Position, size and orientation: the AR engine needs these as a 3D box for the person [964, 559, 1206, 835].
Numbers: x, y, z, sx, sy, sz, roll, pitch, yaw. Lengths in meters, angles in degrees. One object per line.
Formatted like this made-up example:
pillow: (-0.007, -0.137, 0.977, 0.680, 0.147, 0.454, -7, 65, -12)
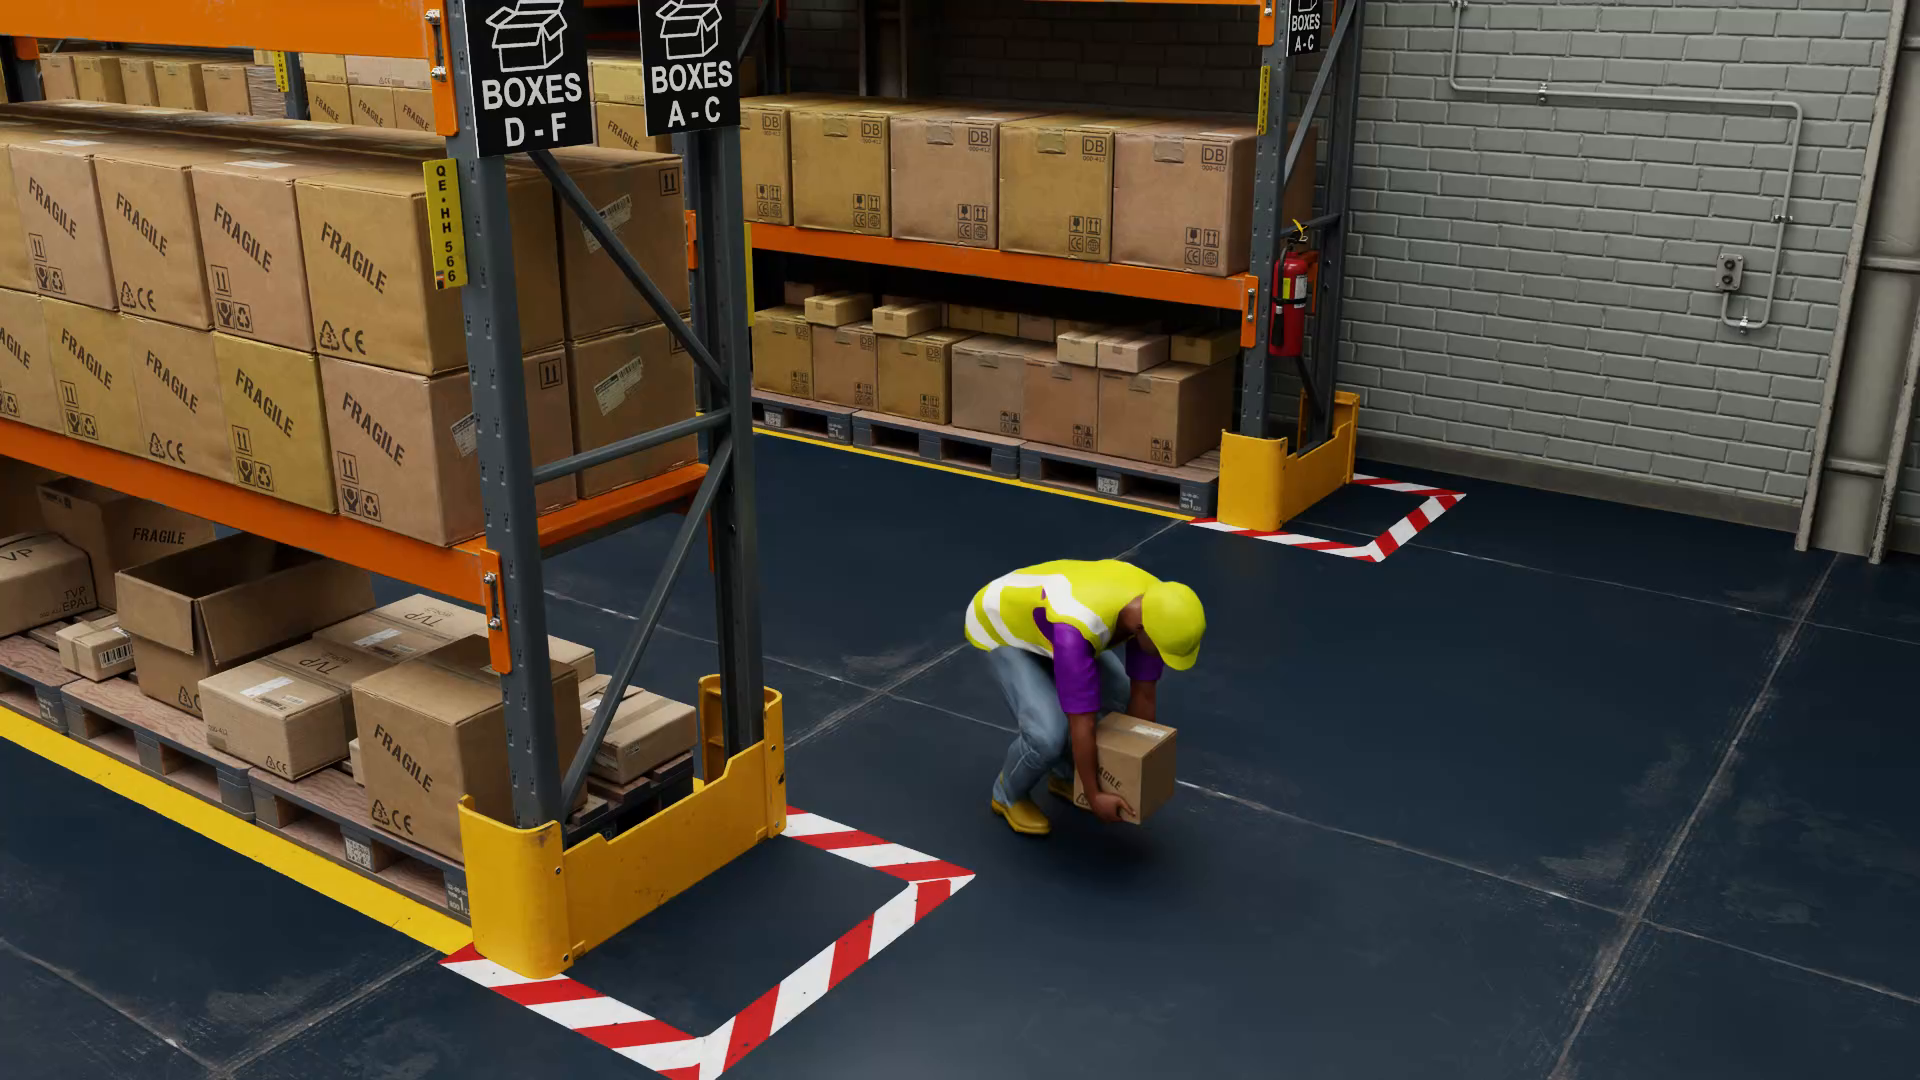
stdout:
person: (0.437, 0.525, 5.672, 0.539, 1.025, 0.951, -14, 24, -35)
